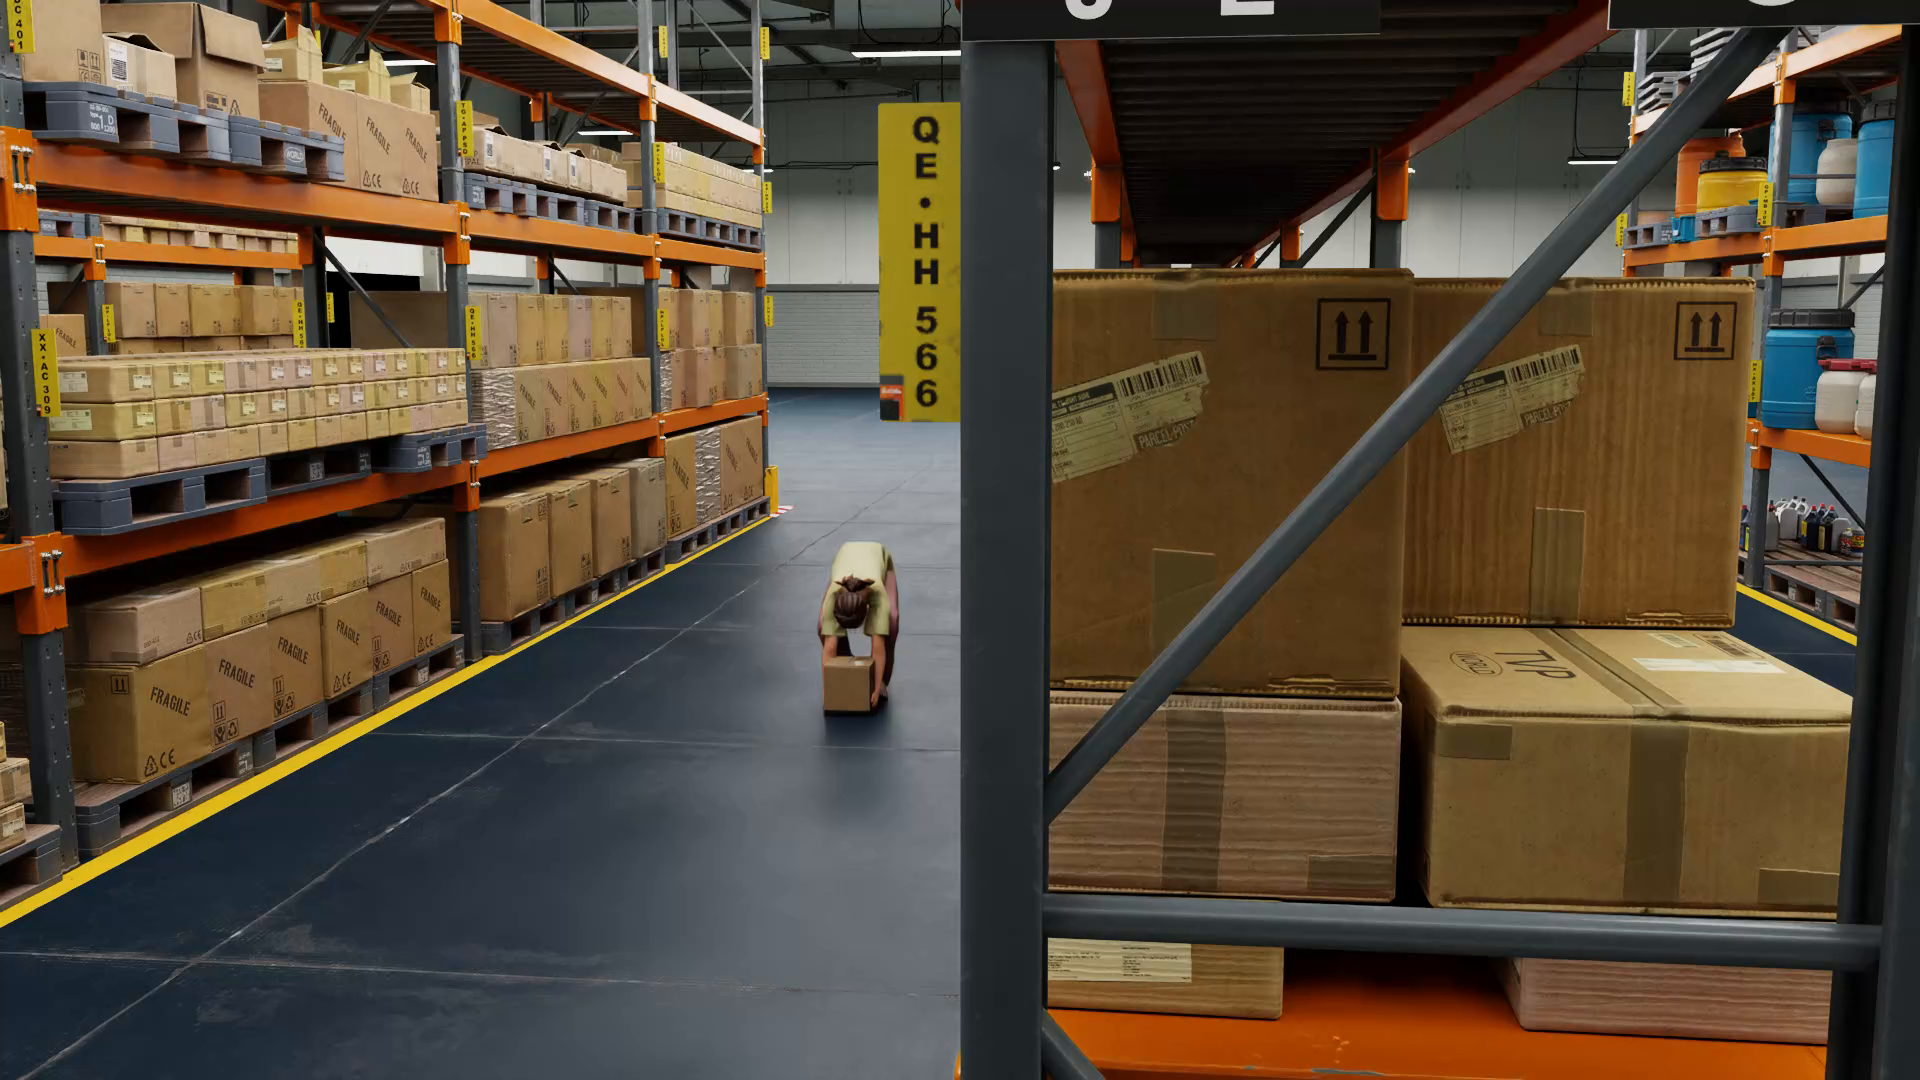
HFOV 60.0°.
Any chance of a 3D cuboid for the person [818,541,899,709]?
[{"bbox_3d":[-0.571,0.470,9.343,0.458,0.864,0.849,0,8,4],"label":"person"}]
